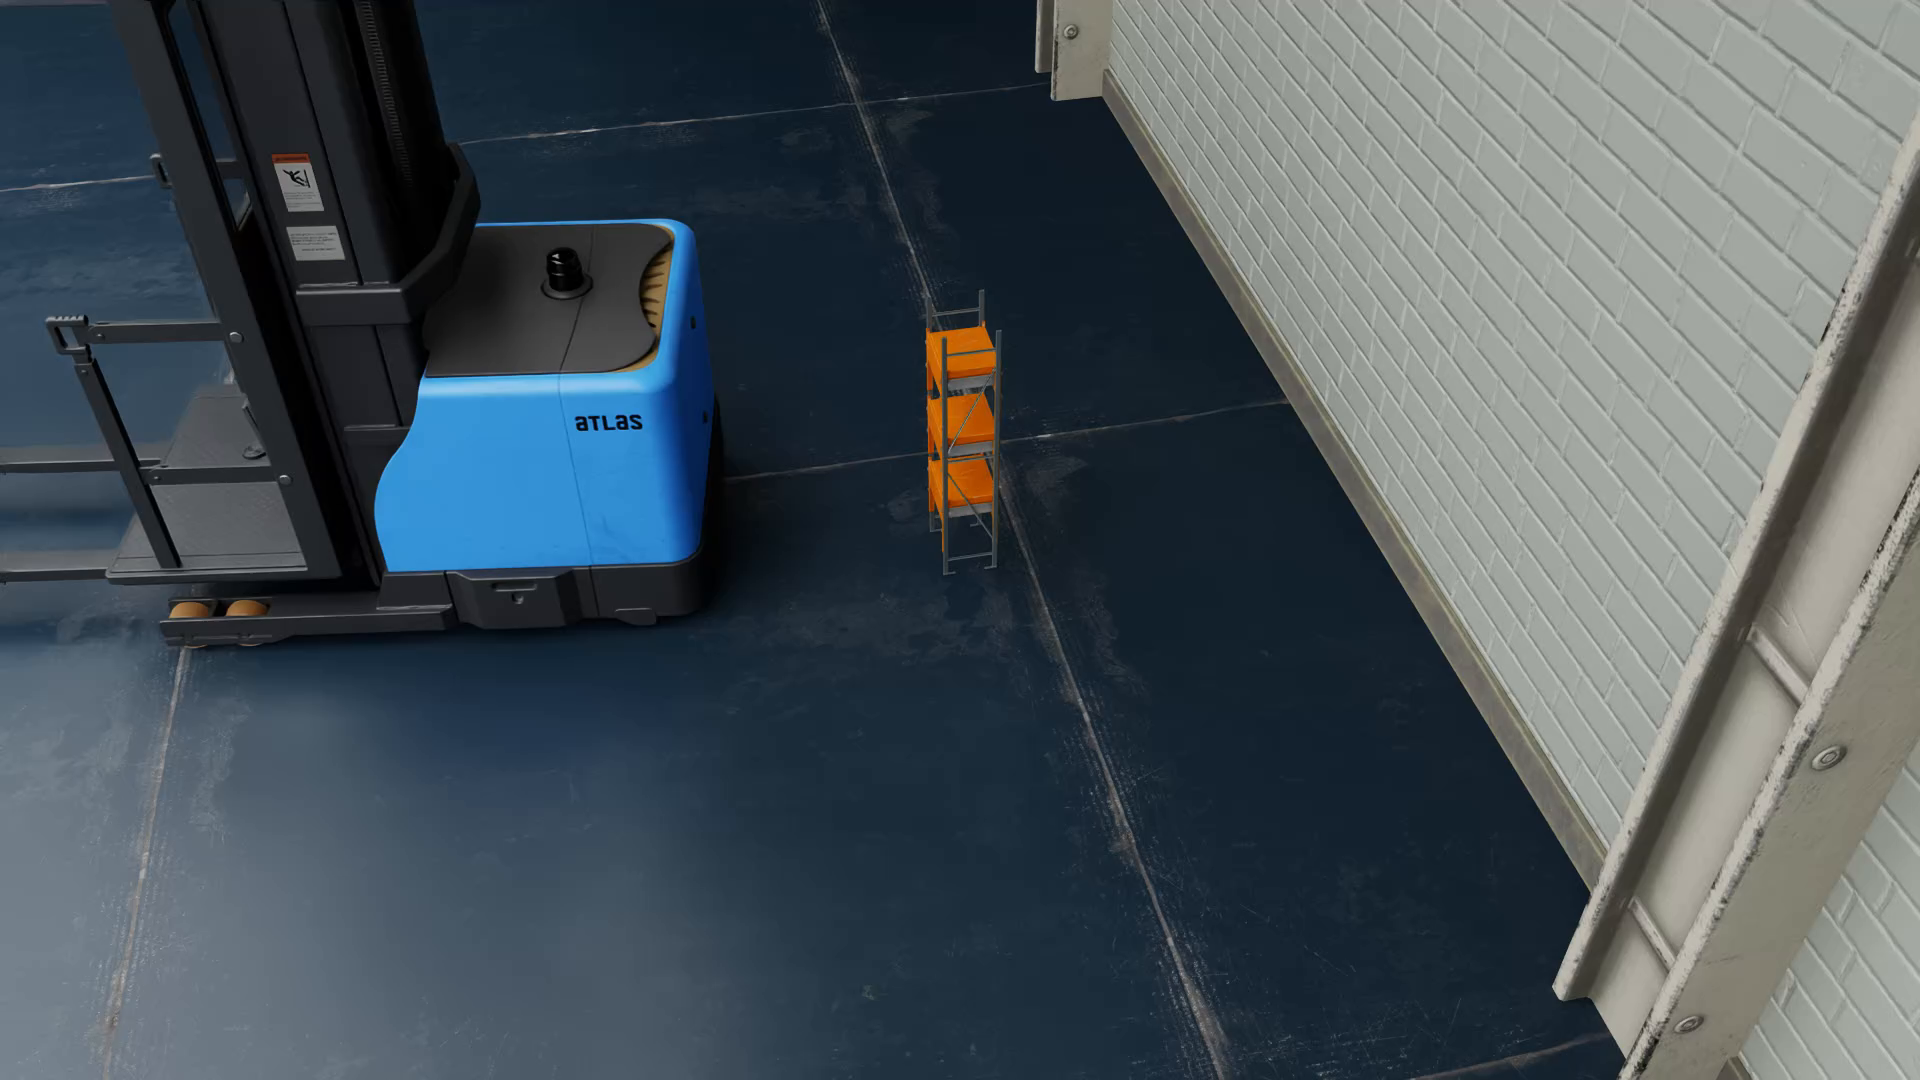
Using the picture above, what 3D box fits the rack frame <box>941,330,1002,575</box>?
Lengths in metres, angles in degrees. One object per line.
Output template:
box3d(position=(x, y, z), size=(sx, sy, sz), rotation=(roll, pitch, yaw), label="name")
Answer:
box3d(position=(0.038, -0.279, 5.773), size=(0.200, 1.050, 0.008), rotation=(-8, 42, -9), label="rack frame")

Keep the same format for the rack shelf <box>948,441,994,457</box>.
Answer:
box3d(position=(0.012, -0.387, 5.836), size=(0.166, 0.050, 0.221), rotation=(-8, 42, -9), label="rack shelf")

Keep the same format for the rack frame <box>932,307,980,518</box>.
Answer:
box3d(position=(-0.015, -0.437, 5.951), size=(0.190, 0.915, 0.003), rotation=(-8, 42, -9), label="rack frame")

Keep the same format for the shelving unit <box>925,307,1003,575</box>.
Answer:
box3d(position=(0.012, -0.357, 5.862), size=(0.215, 1.050, 0.249), rotation=(-8, 42, -9), label="shelving unit")

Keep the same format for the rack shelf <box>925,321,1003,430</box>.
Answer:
box3d(position=(0.012, -0.562, 5.681), size=(0.215, 0.259, 0.240), rotation=(-8, 42, -9), label="rack shelf")

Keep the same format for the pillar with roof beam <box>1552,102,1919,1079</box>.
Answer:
box3d(position=(-2.303, -1.358, 1.002), size=(9.100, 9.000, 0.400), rotation=(-8, 42, -9), label="pillar with roof beam")

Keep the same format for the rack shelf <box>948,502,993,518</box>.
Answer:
box3d(position=(0.012, -0.180, 6.021), size=(0.166, 0.050, 0.221), rotation=(-8, 42, -9), label="rack shelf")
